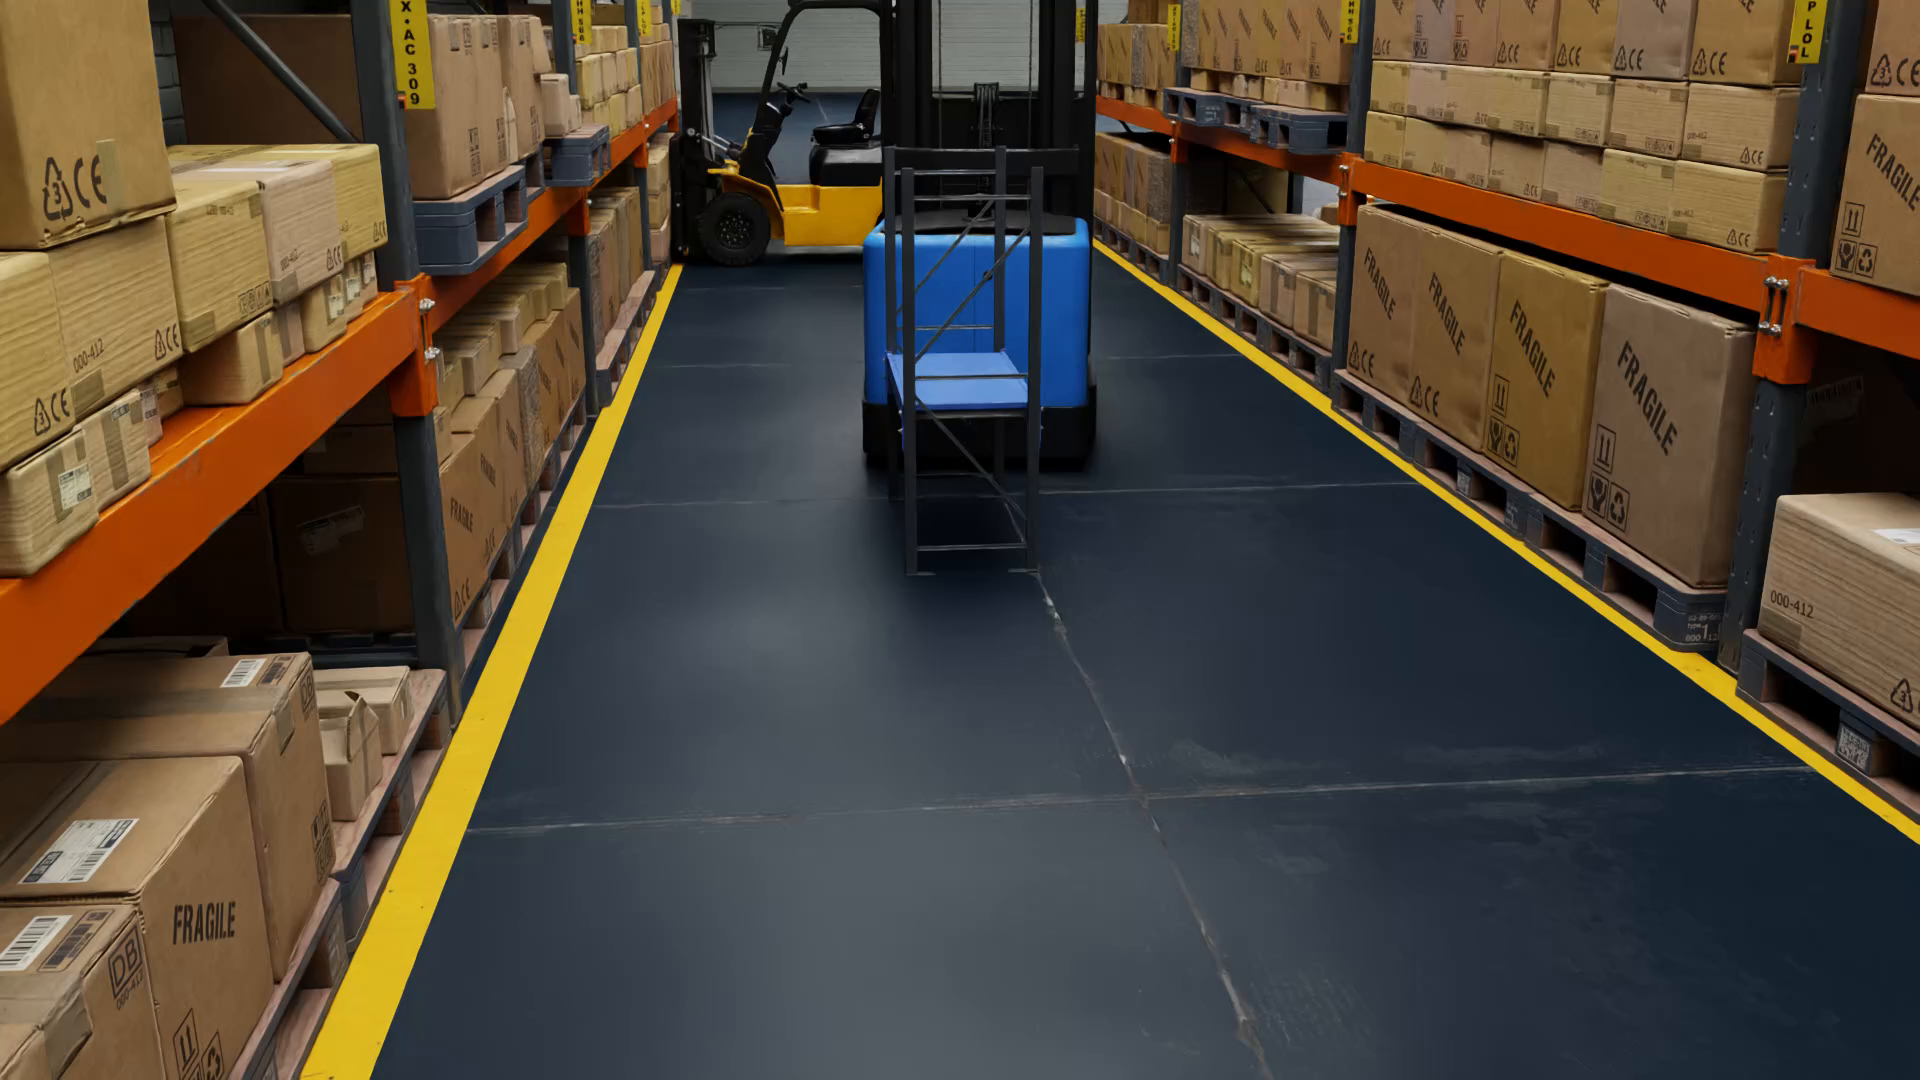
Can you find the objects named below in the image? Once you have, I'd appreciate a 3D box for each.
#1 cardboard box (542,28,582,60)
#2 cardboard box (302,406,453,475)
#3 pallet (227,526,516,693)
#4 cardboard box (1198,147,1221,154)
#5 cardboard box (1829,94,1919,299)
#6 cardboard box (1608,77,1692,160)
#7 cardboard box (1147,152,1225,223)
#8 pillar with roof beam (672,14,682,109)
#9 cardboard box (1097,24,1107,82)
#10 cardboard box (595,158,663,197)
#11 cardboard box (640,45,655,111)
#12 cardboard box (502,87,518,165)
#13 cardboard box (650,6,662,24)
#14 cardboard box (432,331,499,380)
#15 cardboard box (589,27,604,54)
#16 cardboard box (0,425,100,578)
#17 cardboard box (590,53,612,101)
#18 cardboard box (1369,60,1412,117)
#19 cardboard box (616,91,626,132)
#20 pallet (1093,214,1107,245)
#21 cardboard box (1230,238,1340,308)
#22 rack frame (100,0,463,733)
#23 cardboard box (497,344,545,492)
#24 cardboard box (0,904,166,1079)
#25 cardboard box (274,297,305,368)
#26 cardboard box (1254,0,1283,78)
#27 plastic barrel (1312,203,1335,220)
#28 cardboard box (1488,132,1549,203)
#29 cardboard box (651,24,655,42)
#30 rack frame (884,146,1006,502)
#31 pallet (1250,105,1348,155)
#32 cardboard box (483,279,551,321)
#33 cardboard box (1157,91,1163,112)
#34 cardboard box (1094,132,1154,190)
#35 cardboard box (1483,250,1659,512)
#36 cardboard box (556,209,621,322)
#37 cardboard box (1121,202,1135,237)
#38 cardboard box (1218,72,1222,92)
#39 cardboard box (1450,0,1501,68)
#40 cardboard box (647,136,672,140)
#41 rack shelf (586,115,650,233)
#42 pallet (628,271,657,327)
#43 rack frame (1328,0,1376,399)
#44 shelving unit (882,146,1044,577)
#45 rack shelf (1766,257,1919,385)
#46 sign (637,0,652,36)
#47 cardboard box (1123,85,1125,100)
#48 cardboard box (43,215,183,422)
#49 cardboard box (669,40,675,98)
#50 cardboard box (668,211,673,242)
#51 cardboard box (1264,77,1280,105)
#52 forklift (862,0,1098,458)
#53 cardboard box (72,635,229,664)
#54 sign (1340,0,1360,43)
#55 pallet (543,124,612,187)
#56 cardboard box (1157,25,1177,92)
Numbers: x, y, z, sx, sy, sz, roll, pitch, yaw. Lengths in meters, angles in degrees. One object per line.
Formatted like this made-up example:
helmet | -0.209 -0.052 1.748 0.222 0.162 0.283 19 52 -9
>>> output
cardboard box | -2.137 -2.523 8.455 0.380 0.149 0.250 -1 17 -4
cardboard box | -1.757 -0.302 5.021 0.380 0.149 0.250 -1 17 -3
pallet | -2.106 0.220 5.626 1.003 0.211 1.213 -2 18 -6
cardboard box | 2.268 -2.997 13.854 0.500 0.500 0.500 -1 17 -3
cardboard box | 2.740 -0.924 4.446 0.500 0.500 0.500 -1 17 -4
cardboard box | 2.606 -1.464 5.747 0.500 0.250 0.500 -1 17 -4
cardboard box | 1.799 -2.822 13.295 0.500 0.500 0.500 -2 18 -6
pillar with roof beam | -2.240 -14.355 37.379 9.100 9.000 0.400 -2 18 -6
cardboard box | 1.544 -4.485 15.292 0.500 0.500 0.500 -1 17 -4
cardboard box | -2.548 -2.773 12.721 0.500 0.250 0.500 -2 18 -6
cardboard box | -2.666 -3.596 12.956 0.500 0.500 0.500 -1 17 -5
cardboard box | -1.746 -1.432 5.753 0.396 0.266 0.258 -1 17 -3
cardboard box | -2.744 -4.467 14.151 0.380 0.149 0.250 -1 17 -5
cardboard box | -1.954 -0.689 6.254 0.380 0.149 0.250 -1 17 -4
cardboard box | -2.281 -2.907 9.679 0.380 0.149 0.250 -1 17 -4
cardboard box | -1.416 -0.050 2.248 0.380 0.149 0.250 -2 18 -7
cardboard box | -2.286 -2.674 9.602 0.500 0.250 0.500 -2 18 -7
cardboard box | 2.346 -2.224 8.170 0.500 0.250 0.500 -2 18 -6
cardboard box | -2.419 -2.741 10.651 0.500 0.250 0.500 -2 18 -5
pallet | 1.771 -3.003 15.891 1.003 0.211 1.213 -2 18 -6
cardboard box | 2.335 -1.777 11.015 0.950 0.372 0.625 -1 17 -4
rack frame | -1.985 -0.870 4.440 1.000 3.000 0.127 -2 18 -6
cardboard box | -1.970 -0.491 6.704 0.500 0.500 0.500 -2 18 -8
cardboard box | -1.590 0.873 2.360 0.700 0.500 0.500 -1 17 -3
cardboard box | -1.601 -0.430 3.459 0.380 0.149 0.250 -1 17 -4
cardboard box | 2.099 -3.037 9.978 0.500 0.500 0.500 -3 18 -9
plastic barrel | 3.433 -2.802 14.895 0.512 0.421 0.421 11 21 32
cardboard box | 2.513 -1.535 6.809 0.500 0.250 0.500 -2 18 -6
cardboard box | -2.721 -4.175 13.717 0.380 0.149 0.250 -2 18 -7
rack frame | -0.061 -0.892 7.016 0.500 1.500 0.032 -2 18 -6
pallet | 2.360 -2.334 9.422 1.213 0.211 1.003 -2 18 -6
cardboard box | -2.052 -1.079 7.496 0.380 0.149 0.250 -2 18 -7
cardboard box | 1.758 -3.448 13.072 0.380 0.149 0.250 -1 17 -4
cardboard box | 1.526 -3.590 15.741 0.500 0.500 0.500 -2 18 -7
cardboard box | 2.708 -0.662 6.624 0.875 0.875 0.875 -1 17 -4
cardboard box | -2.593 -1.710 10.380 0.875 0.625 0.625 -3 18 -8
cardboard box | 1.686 -2.774 14.395 0.500 0.250 0.500 -2 17 -5
cardboard box | 1.992 -3.157 11.444 0.380 0.149 0.250 -1 17 -2
cardboard box | 2.446 -2.284 7.109 0.500 0.500 0.500 -1 17 -4
cardboard box | -2.806 -3.531 15.137 0.500 0.250 0.500 -1 17 -5
rack shelf | -2.603 -2.314 10.242 1.077 0.370 4.000 -2 18 -6
pallet | -2.695 -1.705 11.754 1.003 0.211 1.213 -2 18 -6
rack frame | 2.540 -2.216 8.728 1.000 3.000 0.127 -2 18 -6
shelving unit | -0.009 -0.741 6.533 0.538 1.500 1.048 -2 18 -6
rack shelf | 3.158 -0.085 3.142 1.077 0.370 4.000 -2 18 -6
sign | -2.271 -3.788 11.933 0.100 0.325 0.005 -2 18 -6
cardboard box | 1.658 -3.986 14.784 0.380 0.149 0.250 -1 17 -4
cardboard box | -1.533 -0.345 2.521 0.500 0.250 0.500 -2 18 -7
cardboard box | -2.910 -4.354 15.372 0.500 0.500 0.500 -2 18 -7
cardboard box | -2.667 -2.600 13.839 0.500 0.250 0.500 -1 17 -5
cardboard box | 2.041 -2.695 9.972 0.380 0.149 0.250 -1 17 -5
forklift | 0.159 -2.164 8.678 1.130 2.935 3.031 1 17 3
cardboard box | -2.152 0.417 4.129 0.500 0.311 0.500 -1 17 -4
sign | 2.001 -2.711 8.504 0.100 0.325 0.005 -2 18 -6
pallet | -2.257 -1.770 7.628 1.213 0.211 1.003 -2 18 -6
cardboard box | 1.834 -3.722 12.862 0.500 0.500 0.500 -2 18 -7
